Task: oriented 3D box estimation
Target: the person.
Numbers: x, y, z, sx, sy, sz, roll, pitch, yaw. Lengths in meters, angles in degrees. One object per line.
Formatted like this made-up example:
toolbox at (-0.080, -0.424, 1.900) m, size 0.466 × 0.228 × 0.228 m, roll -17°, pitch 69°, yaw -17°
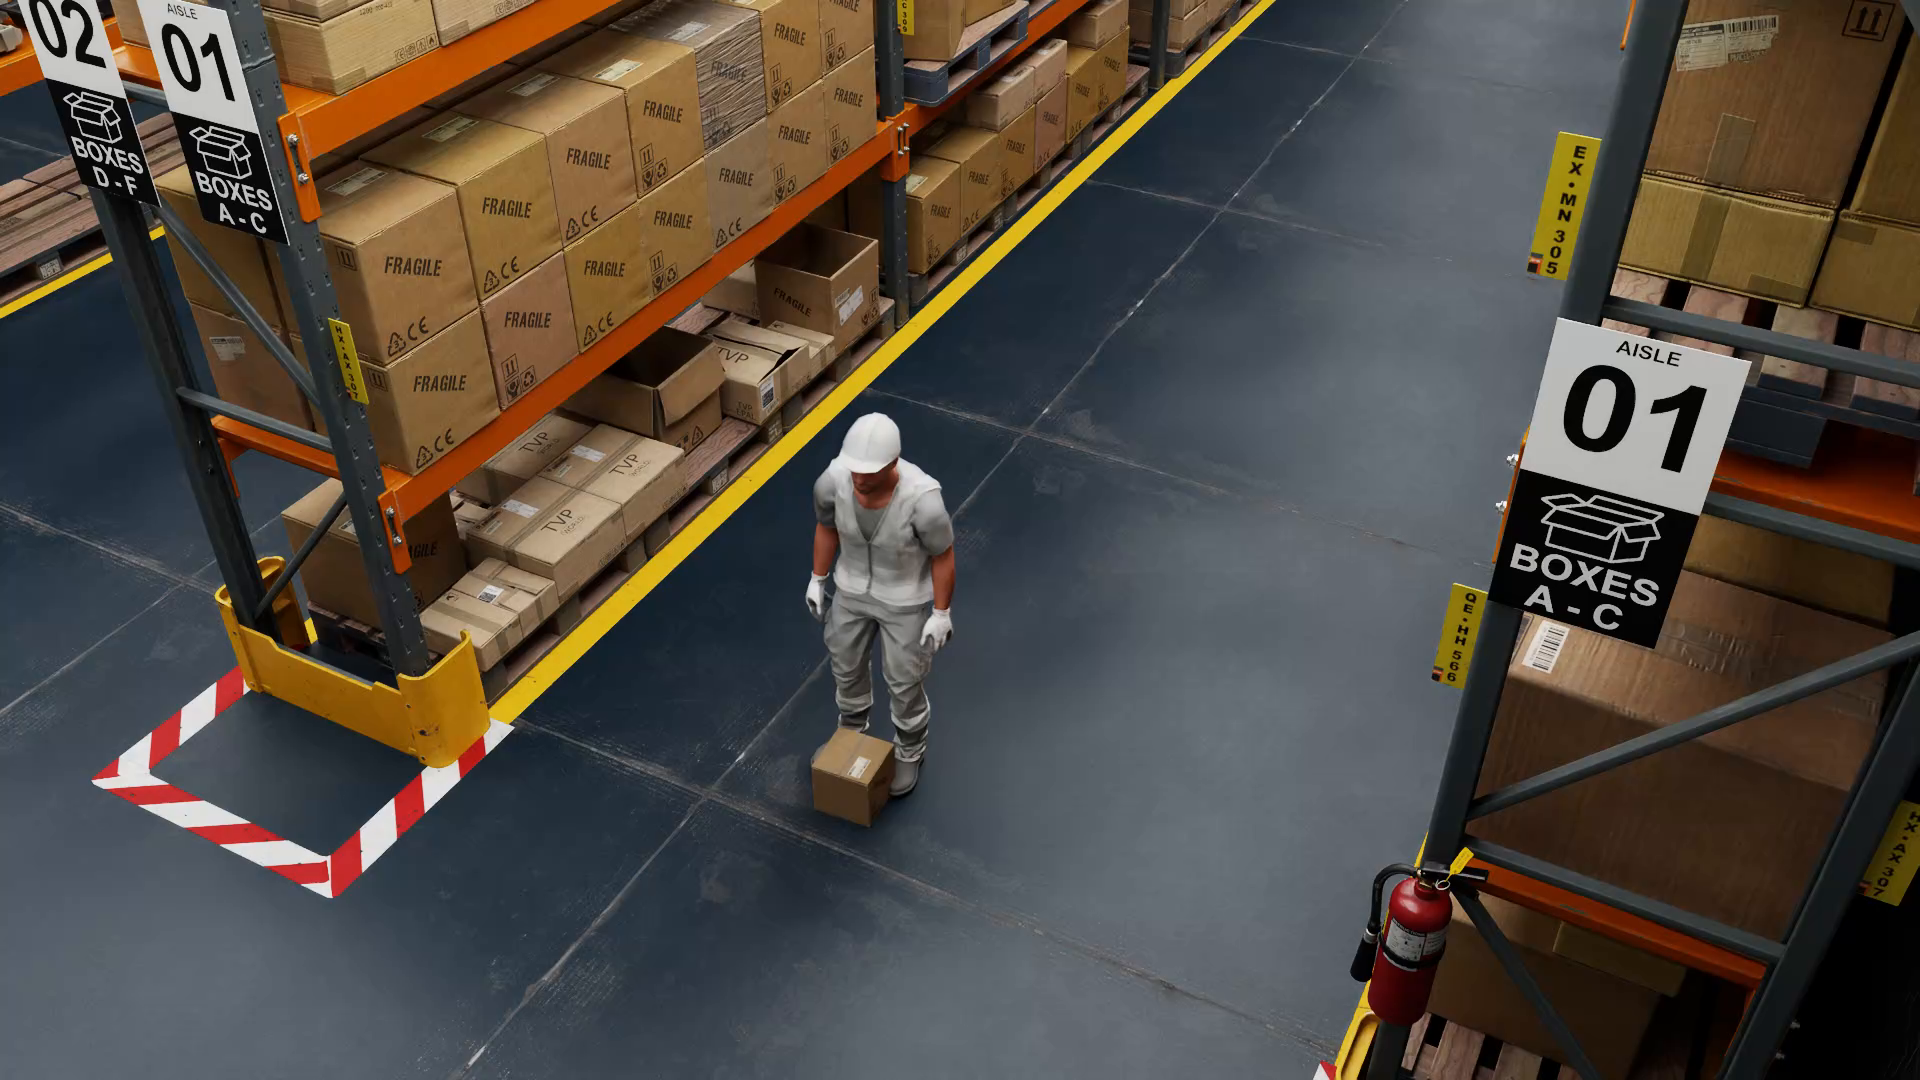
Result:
person at (-0.312, 0.239, 6.431) m, size 0.616 × 1.775 × 0.453 m, roll 15°, pitch 40°, yaw 19°
